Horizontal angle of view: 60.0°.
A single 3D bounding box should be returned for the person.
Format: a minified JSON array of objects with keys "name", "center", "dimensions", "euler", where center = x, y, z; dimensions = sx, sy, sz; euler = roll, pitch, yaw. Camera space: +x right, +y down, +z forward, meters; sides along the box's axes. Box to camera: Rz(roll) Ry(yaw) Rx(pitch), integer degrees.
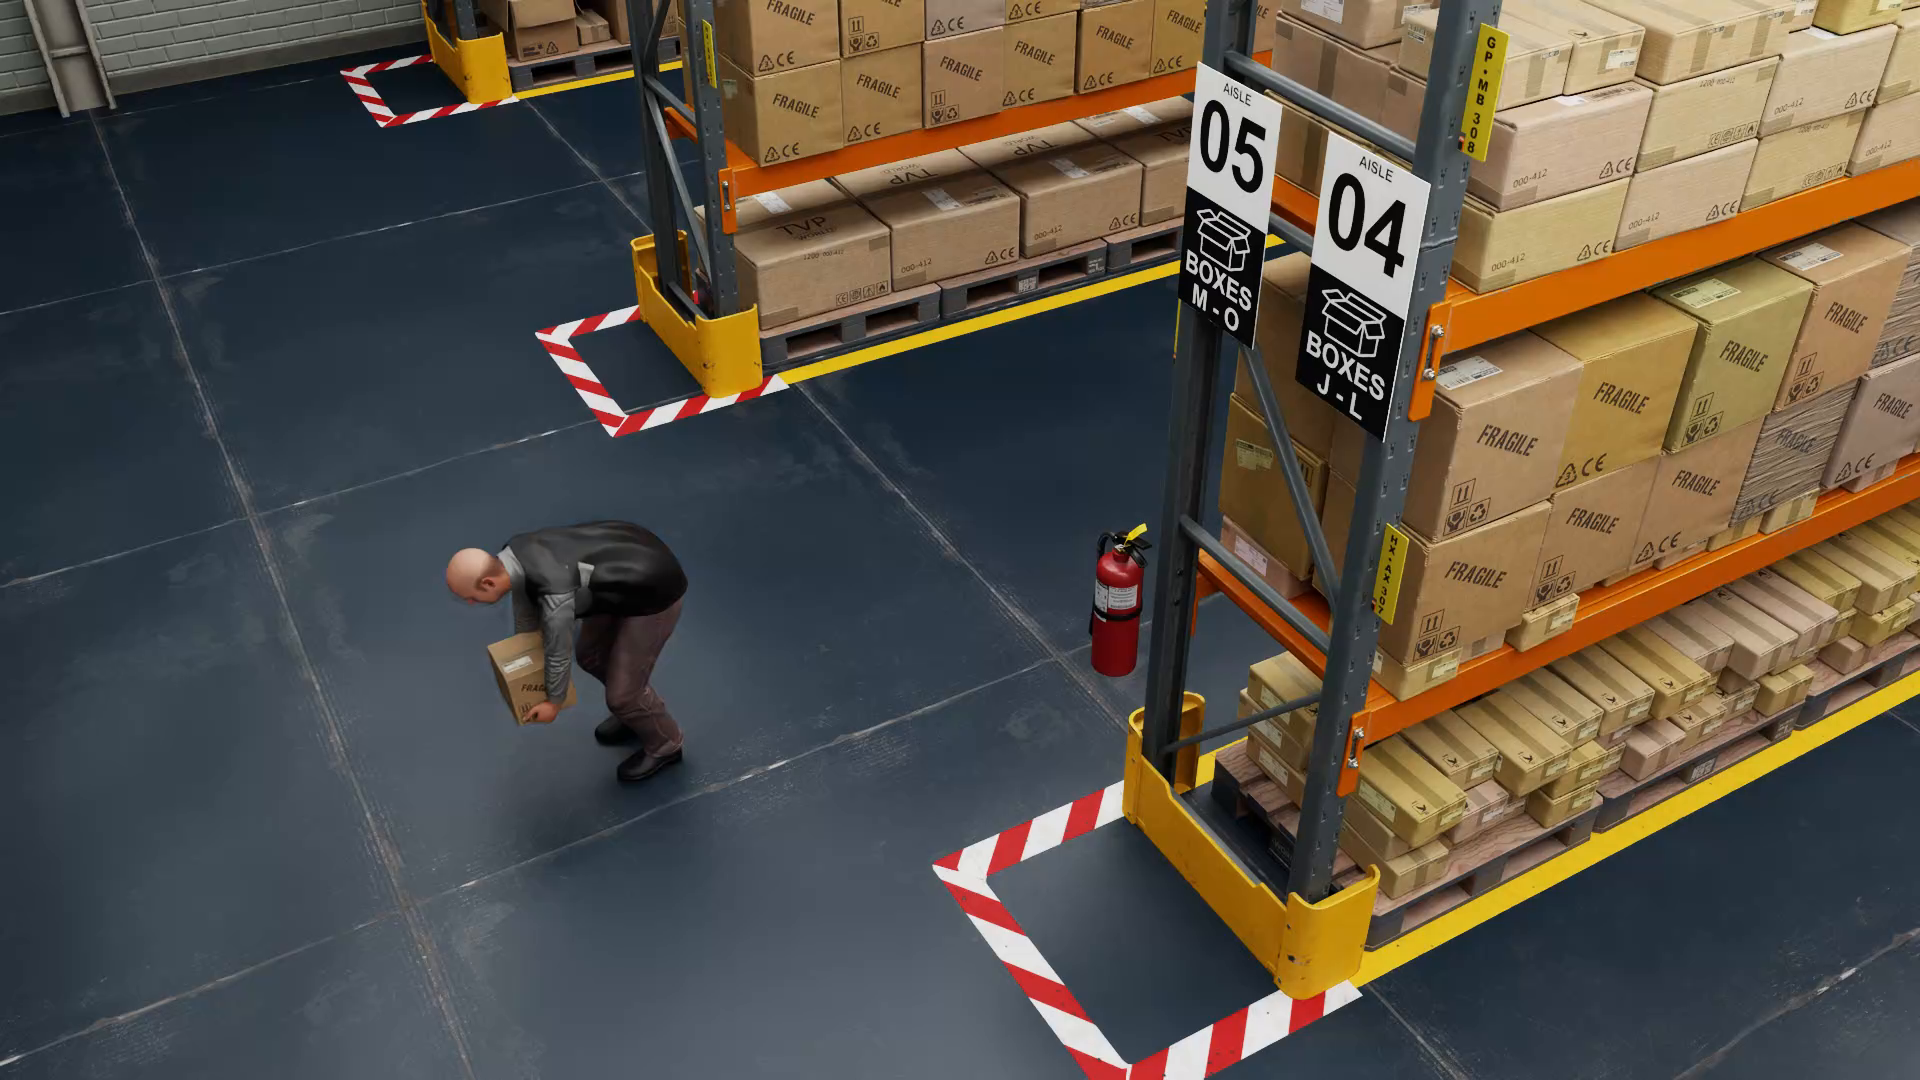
[{"name":"person","center":[-1.536,0.442,6.729],"dimensions":[0.909,1.276,0.474],"euler":[-20,41,-25]}]
